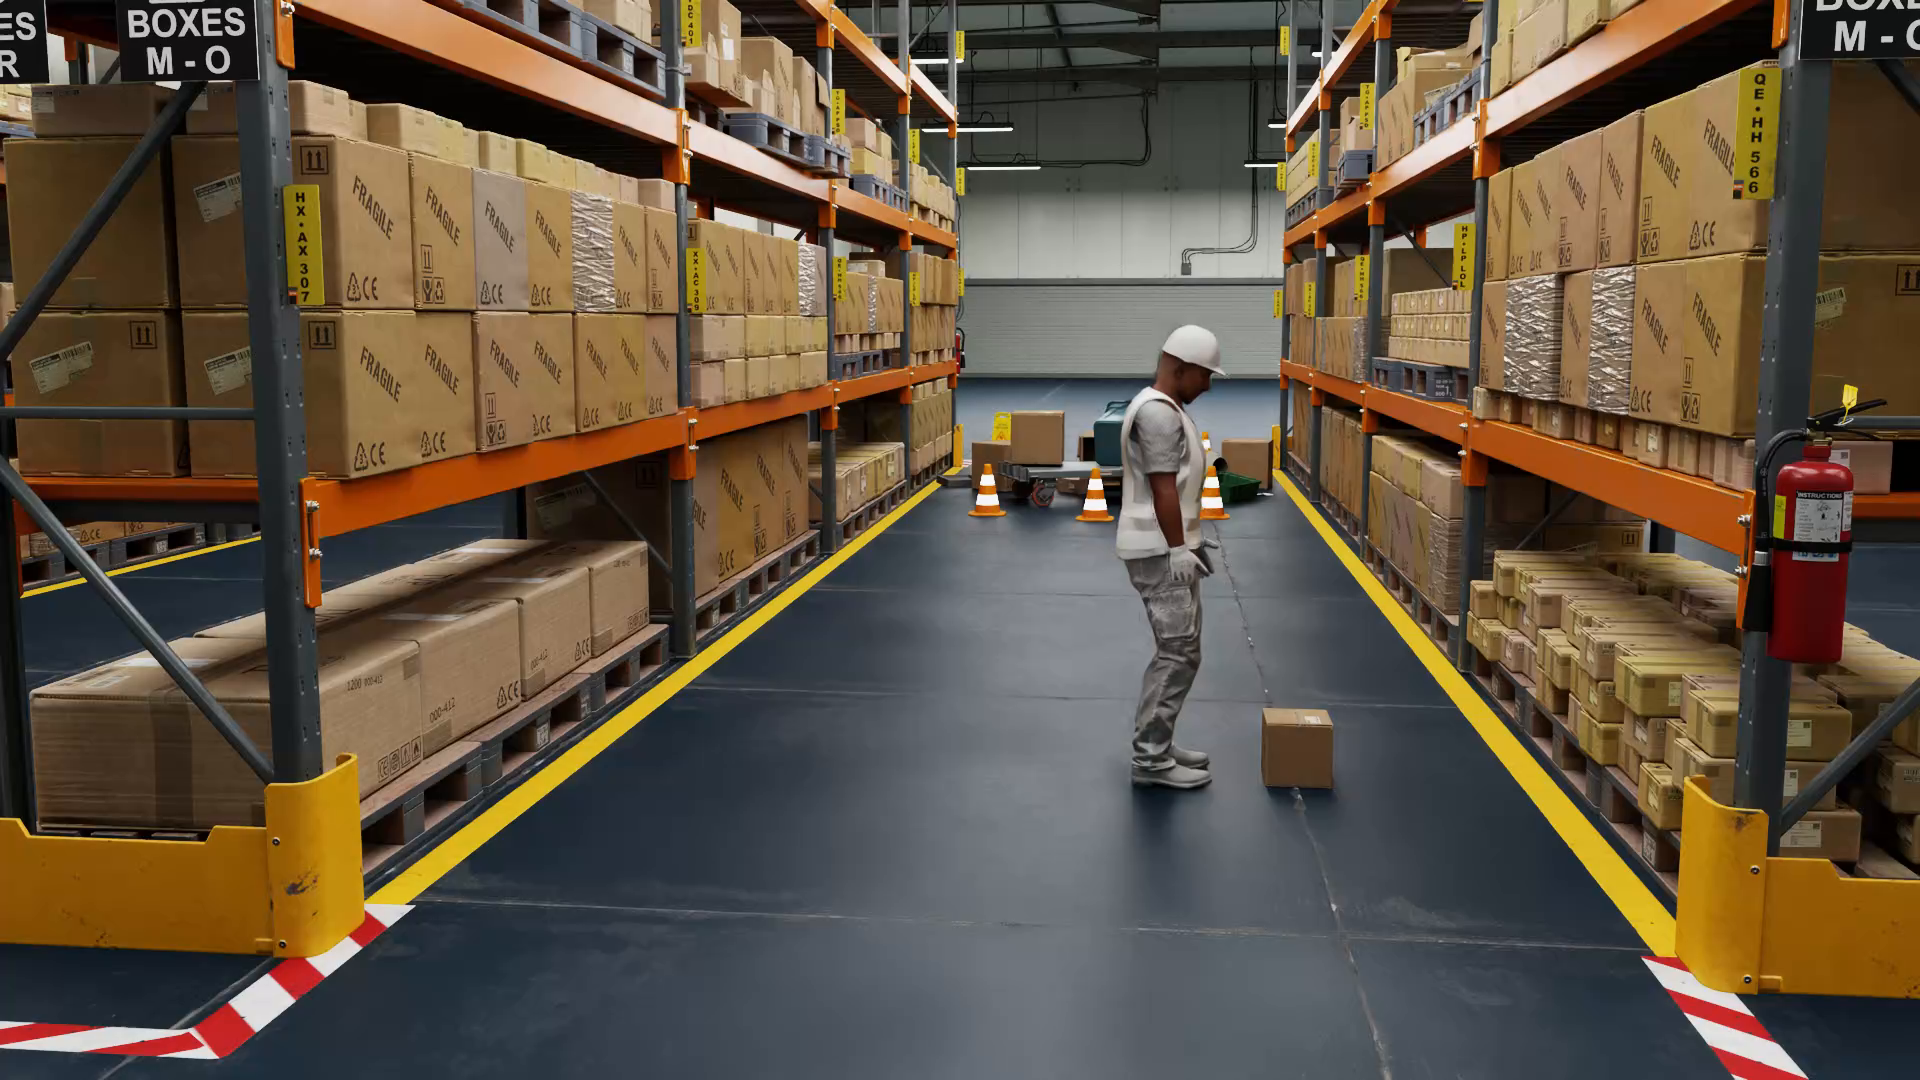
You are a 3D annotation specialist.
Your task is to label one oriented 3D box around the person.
[{"bbox_3d":[0.812,0.051,6.439,0.414,1.754,0.563,1,8,8],"label":"person"}]
